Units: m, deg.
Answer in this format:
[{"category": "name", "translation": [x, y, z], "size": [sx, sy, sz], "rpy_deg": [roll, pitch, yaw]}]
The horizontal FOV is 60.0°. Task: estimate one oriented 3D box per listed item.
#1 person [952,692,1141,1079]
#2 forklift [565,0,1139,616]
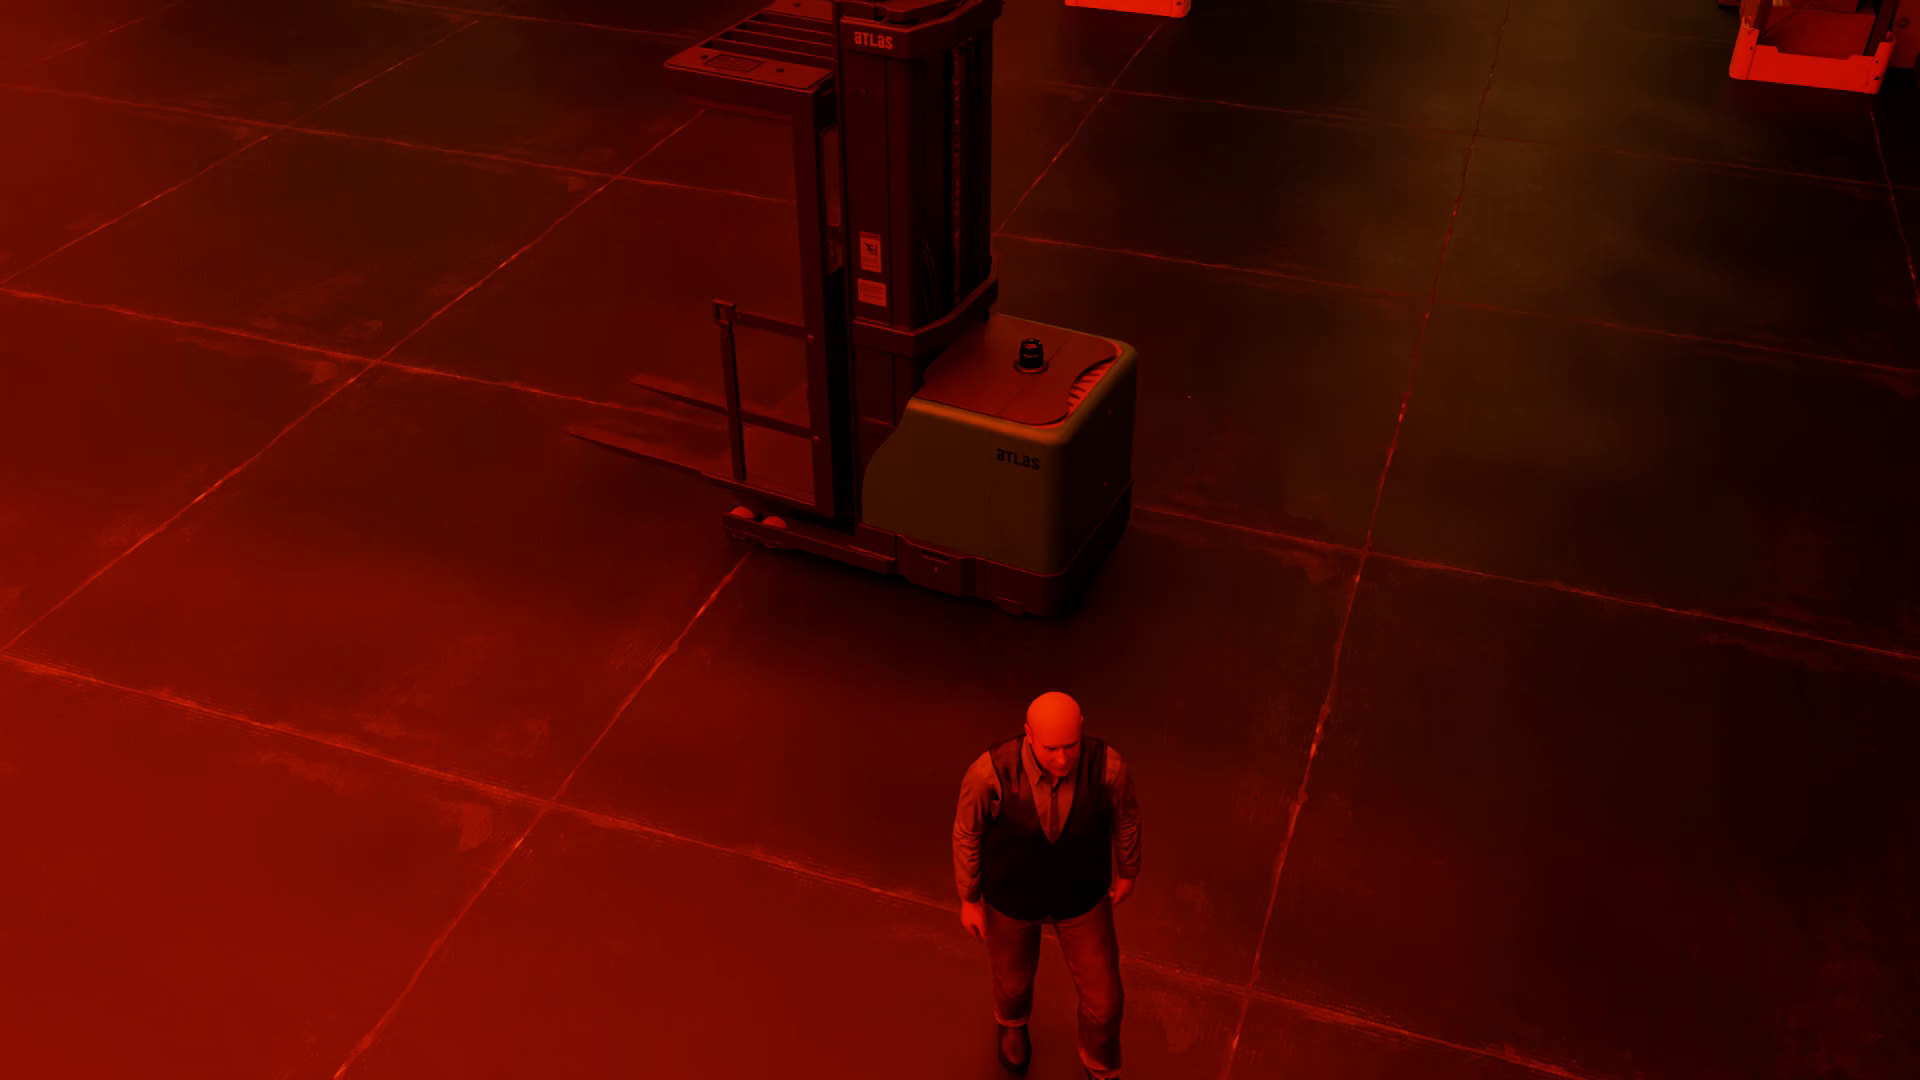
[{"category": "person", "translation": [0.293, 1.214, 5.517], "size": [0.631, 1.765, 0.540], "rpy_deg": [-2, 35, -2]}, {"category": "forklift", "translation": [-0.663, -1.406, 8.094], "size": [3.031, 2.935, 1.130], "rpy_deg": [16, 38, 21]}]
